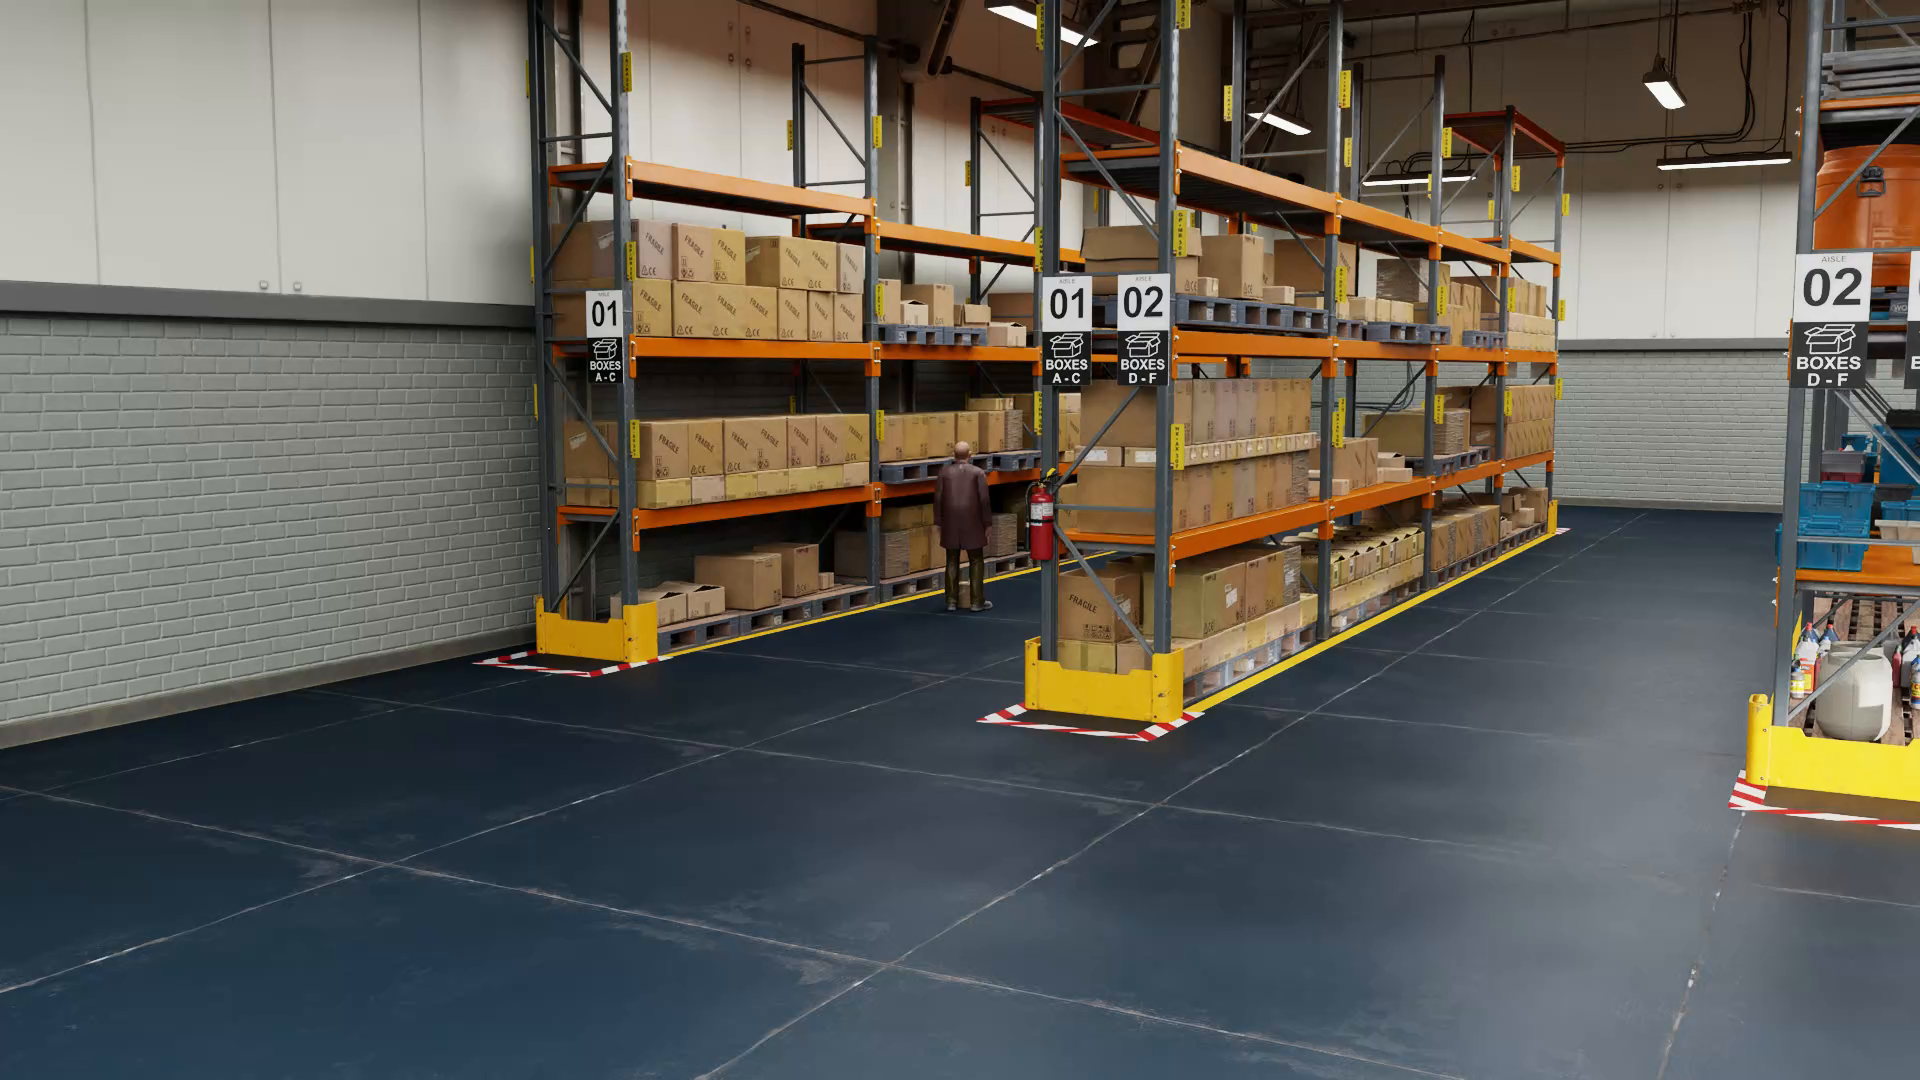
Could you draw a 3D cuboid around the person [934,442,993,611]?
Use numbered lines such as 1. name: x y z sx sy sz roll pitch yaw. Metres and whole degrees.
1. person: 0.033 -0.147 17.509 0.642 1.774 0.423 1 6 14
